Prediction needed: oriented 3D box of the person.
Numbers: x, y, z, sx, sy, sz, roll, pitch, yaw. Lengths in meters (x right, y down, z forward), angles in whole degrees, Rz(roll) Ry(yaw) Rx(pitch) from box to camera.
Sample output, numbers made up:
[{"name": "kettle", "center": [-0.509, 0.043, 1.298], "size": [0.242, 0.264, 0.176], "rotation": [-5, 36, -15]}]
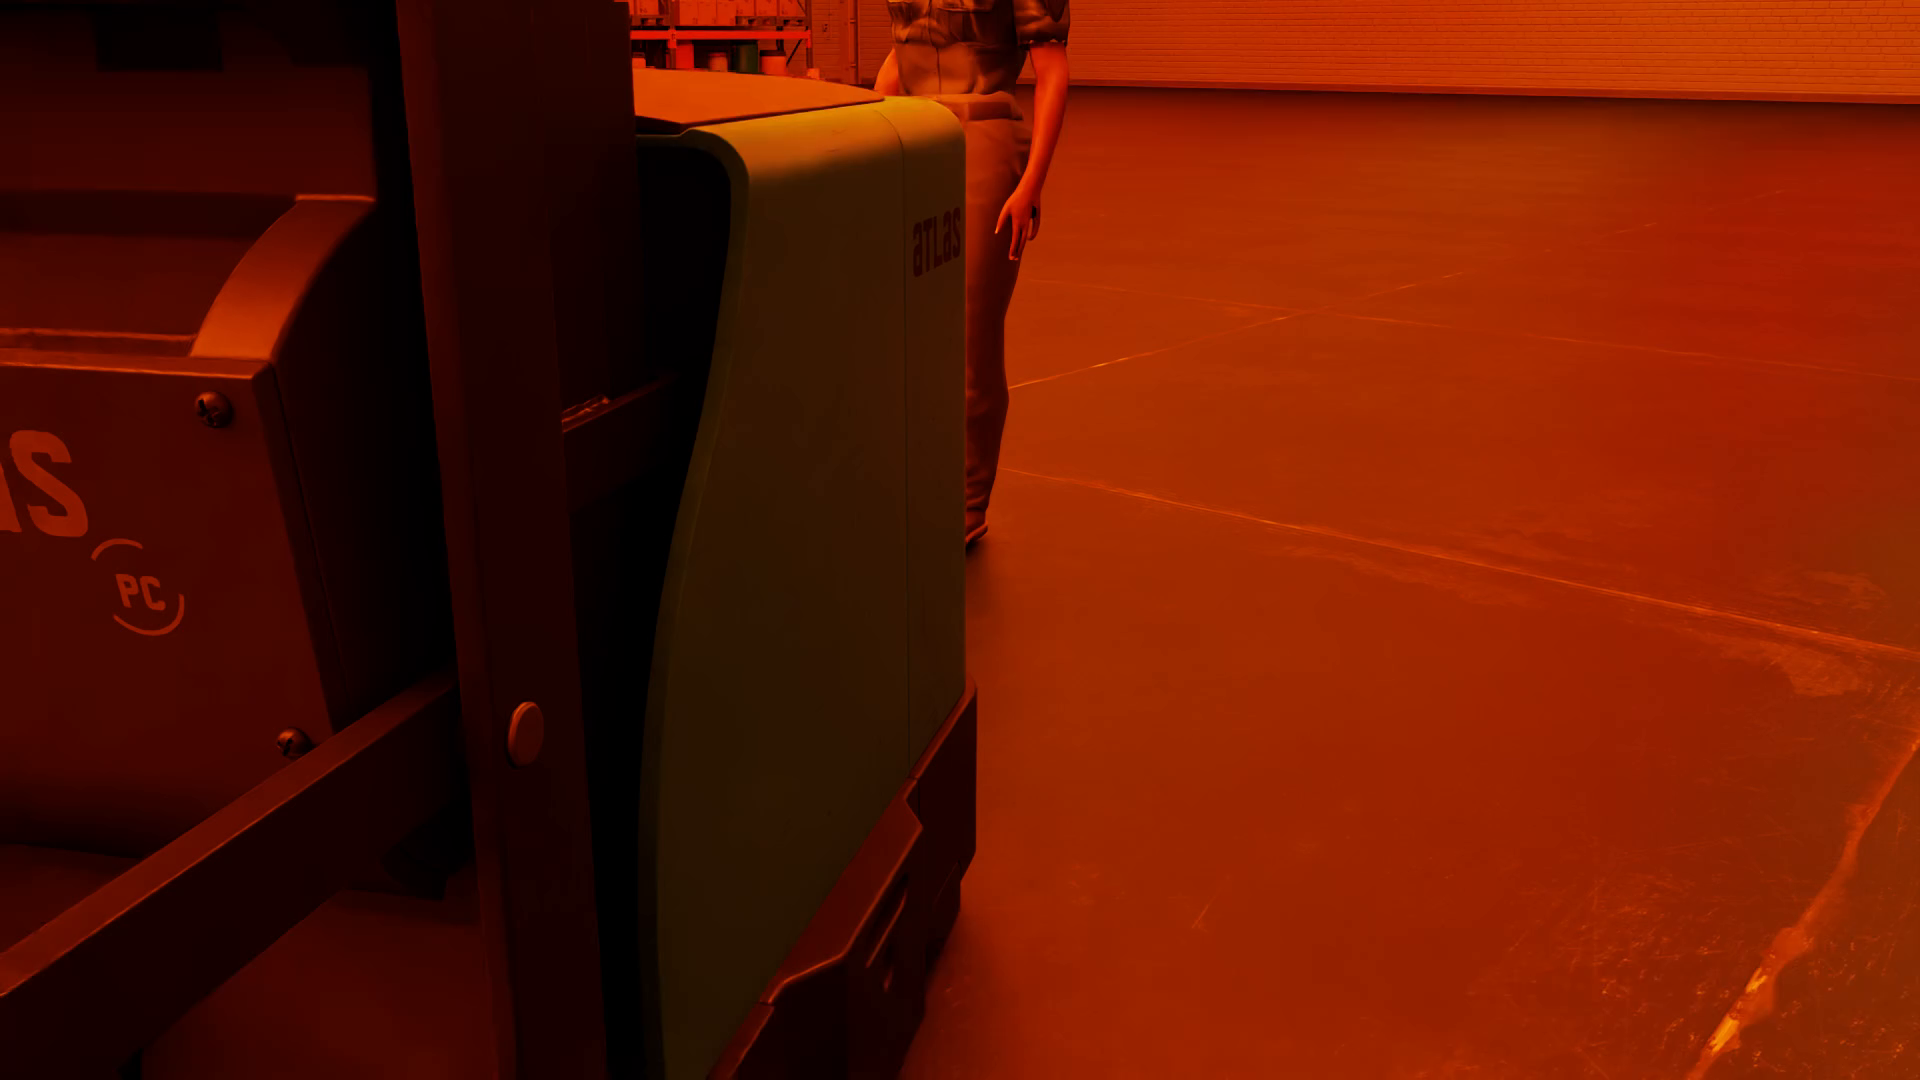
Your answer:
[{"name": "person", "center": [-0.071, -0.782, 3.647], "size": [0.570, 1.654, 0.504], "rotation": [13, 21, 37]}]

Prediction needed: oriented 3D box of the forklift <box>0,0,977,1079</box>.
[{"name": "forklift", "center": [-0.839, -0.543, 0.684], "size": [1.130, 2.935, 3.031], "rotation": [4, 17, 14]}]
